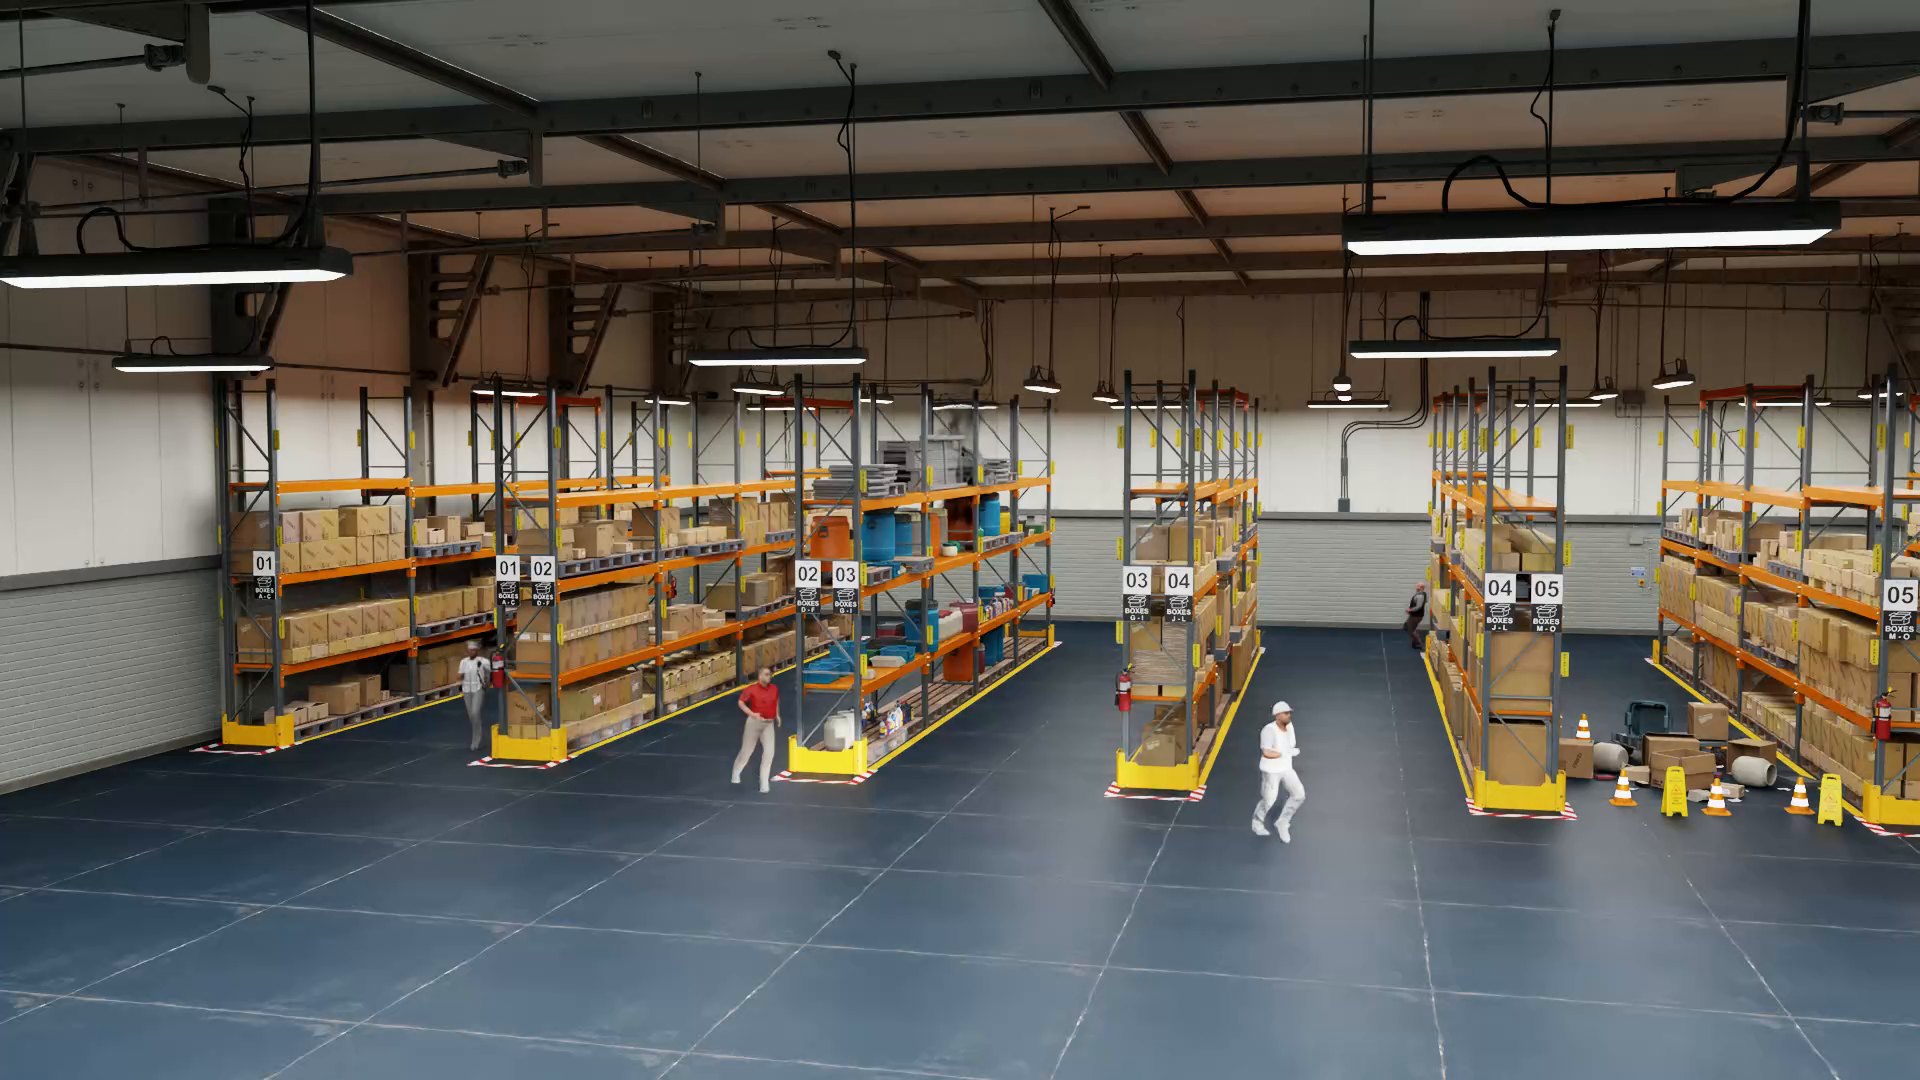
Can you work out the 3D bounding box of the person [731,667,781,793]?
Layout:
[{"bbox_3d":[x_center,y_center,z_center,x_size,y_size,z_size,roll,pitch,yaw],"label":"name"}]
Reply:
[{"bbox_3d":[-2.875,2.718,24.018,0.742,1.757,0.852,-2,4,-30],"label":"person"}]

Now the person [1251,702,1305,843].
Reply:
[{"bbox_3d":[3.953,2.873,20.655,0.716,1.767,0.823,-3,4,-39],"label":"person"}]

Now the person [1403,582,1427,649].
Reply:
[{"bbox_3d":[10.840,1.794,39.698,0.561,1.643,0.764,1,4,23],"label":"person"}]

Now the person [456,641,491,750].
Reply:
[{"bbox_3d":[-7.938,2.512,27.193,0.567,1.746,0.721,0,3,8],"label":"person"}]
